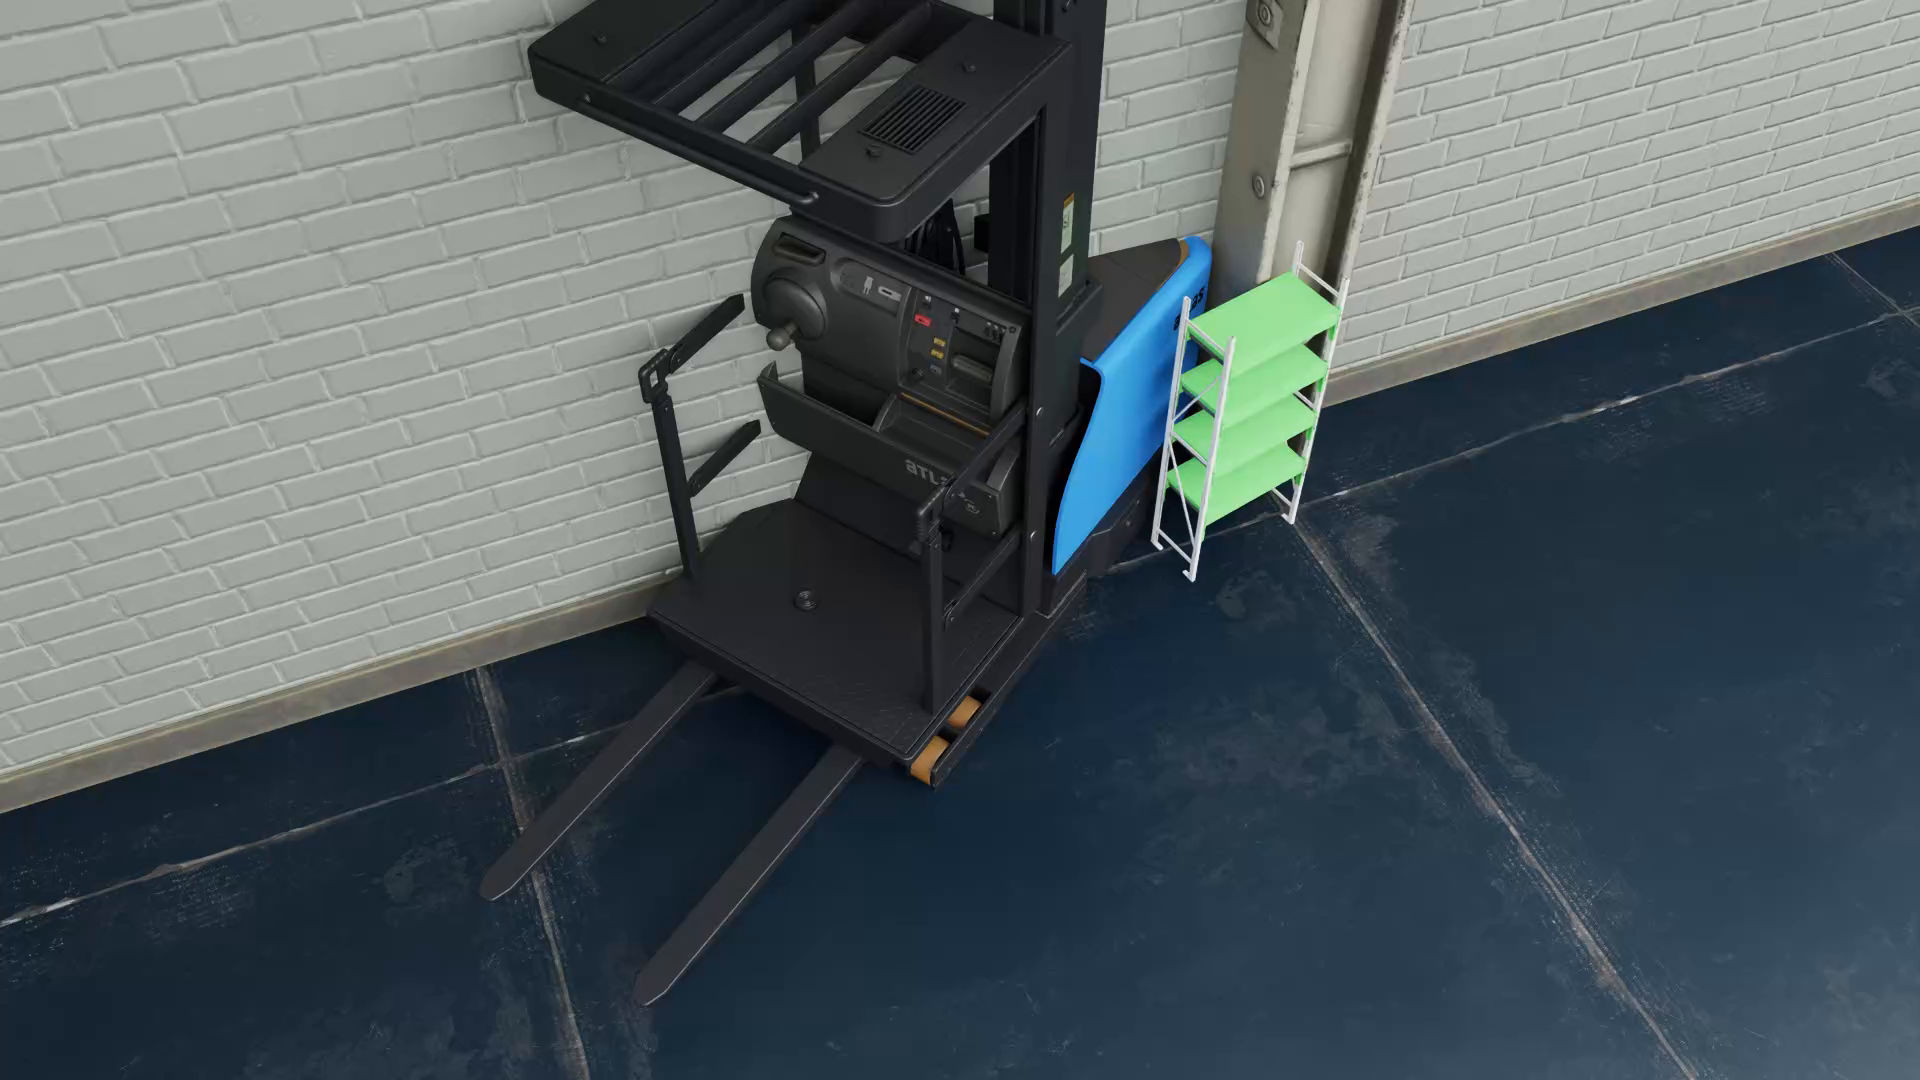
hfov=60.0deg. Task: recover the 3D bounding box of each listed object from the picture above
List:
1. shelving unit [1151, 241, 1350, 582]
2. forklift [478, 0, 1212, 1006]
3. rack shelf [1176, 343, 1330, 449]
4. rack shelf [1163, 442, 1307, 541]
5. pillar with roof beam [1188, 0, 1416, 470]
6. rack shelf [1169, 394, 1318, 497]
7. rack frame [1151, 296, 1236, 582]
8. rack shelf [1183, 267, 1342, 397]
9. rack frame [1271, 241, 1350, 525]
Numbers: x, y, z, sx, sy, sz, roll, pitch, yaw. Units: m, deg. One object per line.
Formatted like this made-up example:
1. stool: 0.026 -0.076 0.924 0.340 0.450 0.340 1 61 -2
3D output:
1. shelving unit: 0.991 -0.420 5.820 0.503 1.200 0.258 -28 55 -22
2. forklift: -0.348 -0.558 4.798 1.130 2.935 3.031 27 54 21
3. rack shelf: 0.991 -0.535 5.687 0.480 0.148 0.258 -28 55 -22
4. rack shelf: 0.991 -0.222 6.051 0.480 0.148 0.258 -28 55 -22
5. pillar with roof beam: 2.747 -0.238 0.523 0.400 9.000 9.100 -17 52 -14
6. rack shelf: 0.991 -0.379 5.869 0.480 0.148 0.258 -28 55 -22
7. rack frame: 0.791 -0.315 5.729 0.015 1.200 0.240 -28 55 -22
8. rack shelf: 0.991 -0.691 5.504 0.480 0.148 0.258 -28 55 -22
9. rack frame: 1.191 -0.526 5.911 0.015 1.200 0.240 -28 55 -22
